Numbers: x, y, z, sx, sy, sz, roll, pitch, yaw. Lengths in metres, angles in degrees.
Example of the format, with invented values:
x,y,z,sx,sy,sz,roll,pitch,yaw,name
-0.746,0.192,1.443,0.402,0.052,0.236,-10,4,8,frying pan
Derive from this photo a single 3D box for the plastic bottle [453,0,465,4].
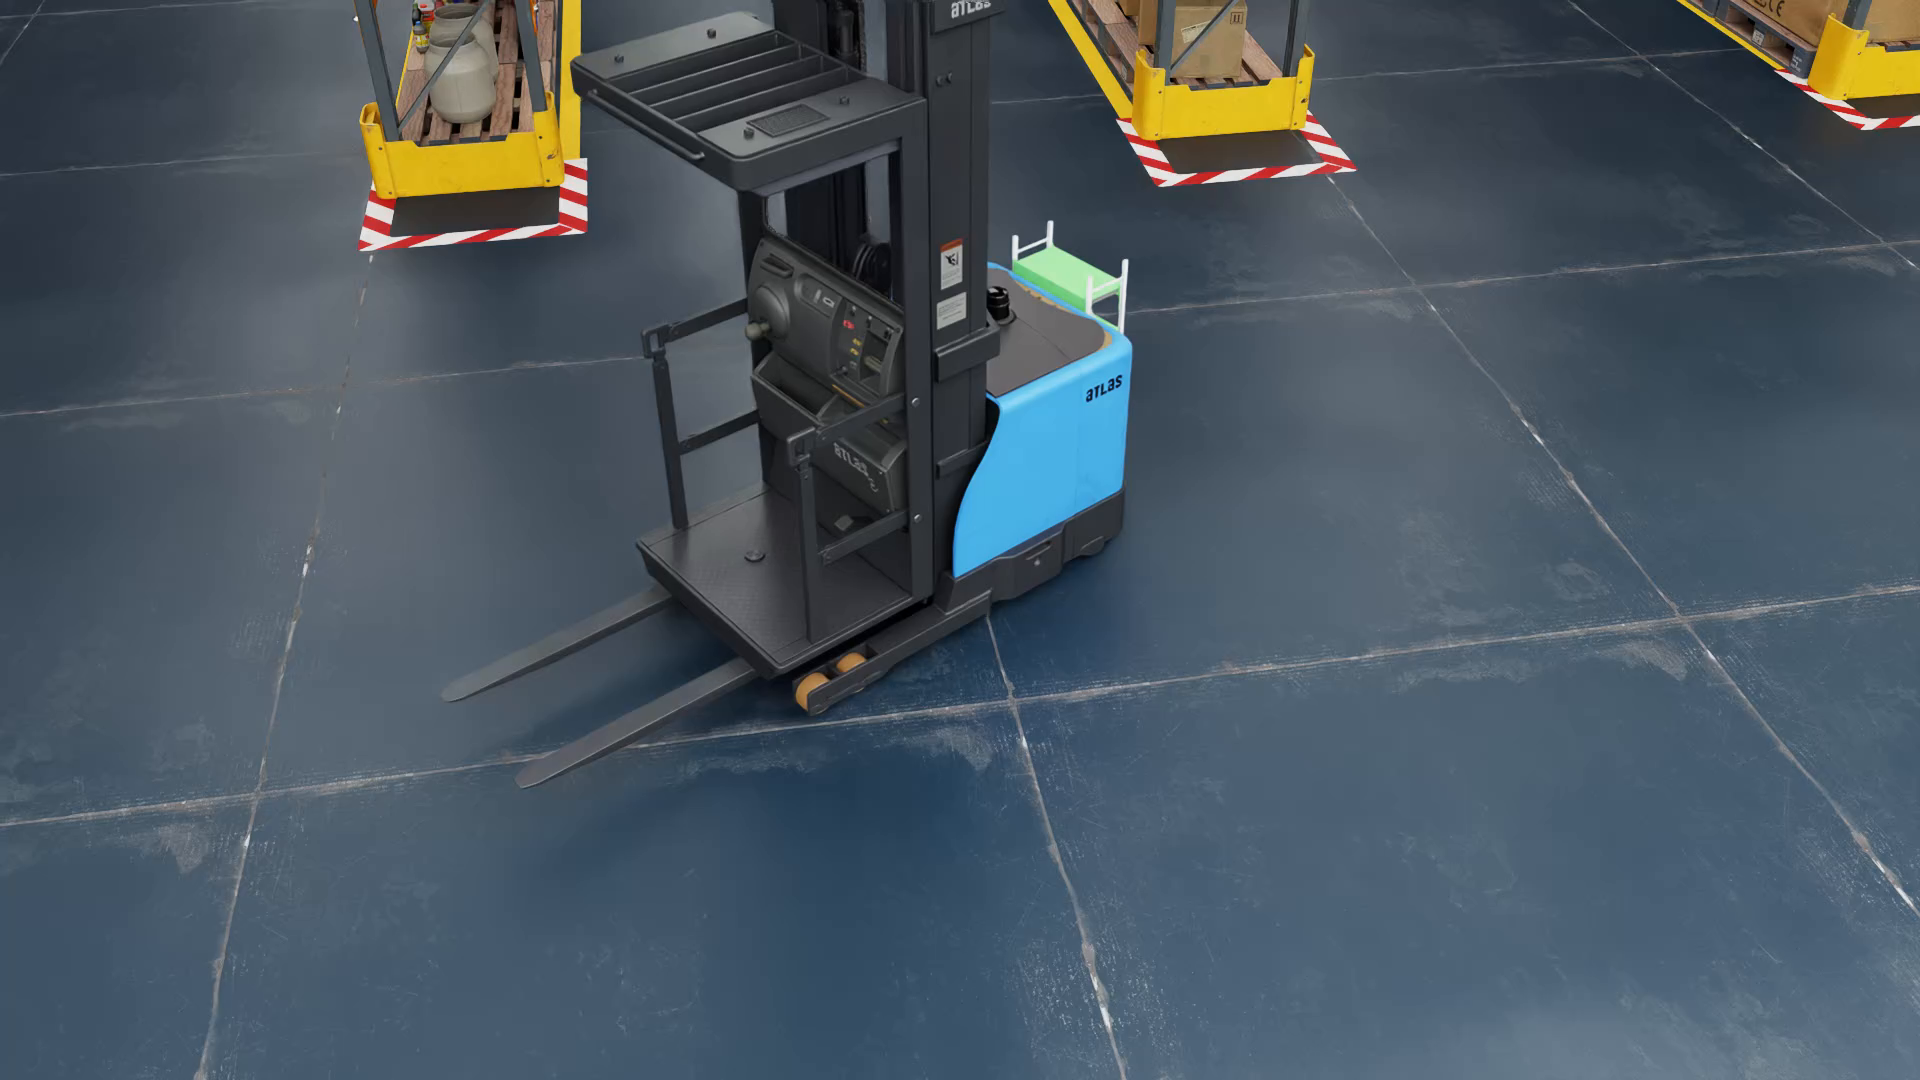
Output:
x,y,z,sx,sy,sz,roll,pitch,yaw,name
-3.808,-4.104,12.449,0.152,0.276,0.135,-6,38,-8,plastic bottle

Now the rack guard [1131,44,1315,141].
x,y,z,sx,sy,sz,roll,pitch,yaw,name
1.774,-3.053,11.272,1.175,0.500,0.348,-6,38,-8,rack guard

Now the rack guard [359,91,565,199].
x,y,z,sx,sy,sz,roll,pitch,yaw,name
-3.149,-2.515,10.580,1.175,0.500,0.348,-6,38,-8,rack guard

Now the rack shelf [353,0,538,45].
x,y,z,sx,sy,sz,roll,pitch,yaw,name
-3.440,-4.386,11.536,1.077,0.370,4.000,-6,38,-8,rack shelf

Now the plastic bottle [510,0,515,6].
x,y,z,sx,sy,sz,roll,pitch,yaw,name
-3.384,-4.199,12.566,0.061,0.283,0.133,-6,38,-8,plastic bottle

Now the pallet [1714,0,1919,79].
x,y,z,sx,sy,sz,roll,pitch,yaw,name
6.471,-3.840,12.521,1.003,0.211,1.213,-6,38,-8,pallet

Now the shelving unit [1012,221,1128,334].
x,y,z,sx,sy,sz,roll,pitch,yaw,name
0.494,-0.839,7.852,0.258,1.200,0.503,-28,46,-31,shelving unit

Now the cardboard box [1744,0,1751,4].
x,y,z,sx,sy,sz,roll,pitch,yaw,name
6.348,-4.727,12.779,0.875,0.875,0.875,-7,38,-9,cardboard box

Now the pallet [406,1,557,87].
x,y,z,sx,sy,sz,roll,pitch,yaw,name
-3.496,-3.628,12.248,1.003,0.211,1.213,-6,38,-8,pallet

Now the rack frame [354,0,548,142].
x,y,z,sx,sy,sz,roll,pitch,yaw,name
-3.089,-3.462,9.761,1.000,3.000,0.127,-6,38,-8,rack frame

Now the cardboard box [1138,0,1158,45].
x,y,z,sx,sy,sz,roll,pitch,yaw,name
1.556,-3.909,12.032,0.500,0.500,0.500,3,38,4,cardboard box

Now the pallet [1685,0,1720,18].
x,y,z,sx,sy,sz,roll,pitch,yaw,name
6.260,-4.575,13.467,1.003,0.211,1.213,-6,38,-8,pallet

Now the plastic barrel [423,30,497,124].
x,y,z,sx,sy,sz,roll,pitch,yaw,name
-3.280,-3.034,10.896,0.421,0.512,0.421,0,38,0,plastic barrel

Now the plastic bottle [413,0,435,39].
x,y,z,sx,sy,sz,roll,pitch,yaw,name
-3.860,-3.777,12.028,0.152,0.276,0.135,-6,38,-8,plastic bottle

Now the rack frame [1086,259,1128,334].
x,y,z,sx,sy,sz,roll,pitch,yaw,name
0.653,-0.726,7.706,0.240,1.200,0.015,-28,46,-31,rack frame

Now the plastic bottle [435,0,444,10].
x,y,z,sx,sy,sz,roll,pitch,yaw,name
-3.755,-3.792,12.041,0.061,0.283,0.133,-6,38,-8,plastic bottle

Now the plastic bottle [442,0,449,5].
x,y,z,sx,sy,sz,roll,pitch,yaw,name
-3.765,-3.856,12.191,0.097,0.201,0.097,0,38,0,plastic bottle

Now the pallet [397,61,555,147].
x,y,z,sx,sy,sz,roll,pitch,yaw,name
-3.286,-2.893,11.301,1.003,0.211,1.213,-6,38,-8,pallet

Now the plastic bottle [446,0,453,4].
x,y,z,sx,sy,sz,roll,pitch,yaw,name
-3.806,-3.970,12.338,0.097,0.201,0.097,0,38,0,plastic bottle

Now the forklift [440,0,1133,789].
x,y,z,sx,sy,sz,roll,pitch,yaw,name
-0.696,-0.810,6.403,3.031,2.935,1.130,-27,45,-31,forklift

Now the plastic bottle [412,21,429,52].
x,y,z,sx,sy,sz,roll,pitch,yaw,name
-3.843,-3.592,11.851,0.097,0.201,0.097,0,38,0,plastic bottle

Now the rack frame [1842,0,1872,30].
x,y,z,sx,sy,sz,roll,pitch,yaw,name
6.688,-4.467,11.055,1.000,3.000,0.127,-6,38,-8,rack frame

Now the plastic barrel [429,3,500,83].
x,y,z,sx,sy,sz,roll,pitch,yaw,name
-3.368,-3.337,11.286,0.421,0.512,0.421,0,38,0,plastic barrel

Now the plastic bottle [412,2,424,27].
x,y,z,sx,sy,sz,roll,pitch,yaw,name
-3.881,-3.693,11.915,0.061,0.283,0.133,-5,38,-7,plastic bottle

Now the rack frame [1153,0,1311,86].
x,y,z,sx,sy,sz,roll,pitch,yaw,name
1.787,-3.994,10.446,1.000,3.000,0.127,-6,38,-8,rack frame

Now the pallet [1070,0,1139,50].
x,y,z,sx,sy,sz,roll,pitch,yaw,name
1.456,-4.169,12.944,1.003,0.211,1.213,-6,38,-8,pallet

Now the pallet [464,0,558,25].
x,y,z,sx,sy,sz,roll,pitch,yaw,name
-3.714,-4.366,13.198,1.003,0.211,1.213,-6,38,-8,pallet

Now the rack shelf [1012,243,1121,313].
x,y,z,sx,sy,sz,roll,pitch,yaw,name
0.494,-1.168,7.597,0.258,0.148,0.480,-28,46,-31,rack shelf

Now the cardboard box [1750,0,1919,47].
x,y,z,sx,sy,sz,roll,pitch,yaw,name
6.504,-4.196,12.096,0.875,0.875,0.875,-6,38,-8,cardboard box

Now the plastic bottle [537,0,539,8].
x,y,z,sx,sy,sz,roll,pitch,yaw,name
-3.231,-4.110,12.518,0.097,0.201,0.097,0,38,0,plastic bottle

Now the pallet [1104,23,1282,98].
x,y,z,sx,sy,sz,roll,pitch,yaw,name
1.666,-3.434,11.998,1.003,0.211,1.213,-6,38,-8,pallet

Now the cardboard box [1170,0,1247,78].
x,y,z,sx,sy,sz,roll,pitch,yaw,name
1.694,-3.552,11.572,0.500,0.500,0.500,0,38,1,cardboard box

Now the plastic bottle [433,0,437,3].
x,y,z,sx,sy,sz,roll,pitch,yaw,name
-3.884,-3.861,12.136,0.152,0.276,0.135,-7,38,-9,plastic bottle

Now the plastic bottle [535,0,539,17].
x,y,z,sx,sy,sz,roll,pitch,yaw,name
-3.195,-3.986,12.358,0.097,0.201,0.097,0,38,0,plastic bottle

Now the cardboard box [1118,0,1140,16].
x,y,z,sx,sy,sz,roll,pitch,yaw,name
1.465,-4.290,12.522,0.500,0.500,0.500,-3,38,-4,cardboard box

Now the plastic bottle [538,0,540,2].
x,y,z,sx,sy,sz,roll,pitch,yaw,name
-3.279,-4.208,12.583,0.152,0.276,0.135,-6,38,-7,plastic bottle

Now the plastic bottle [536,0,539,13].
x,y,z,sx,sy,sz,roll,pitch,yaw,name
-3.213,-4.076,12.417,0.097,0.271,0.097,0,38,0,plastic bottle

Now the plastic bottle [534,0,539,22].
x,y,z,sx,sy,sz,roll,pitch,yaw,name
-3.178,-3.954,12.260,0.097,0.271,0.097,0,38,0,plastic bottle

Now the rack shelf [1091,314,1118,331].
x,y,z,sx,sy,sz,roll,pitch,yaw,name
0.494,-0.978,7.744,0.258,0.148,0.480,-28,46,-31,rack shelf

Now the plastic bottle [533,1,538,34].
x,y,z,sx,sy,sz,roll,pitch,yaw,name
-3.122,-3.830,12.090,0.061,0.283,0.133,-6,38,-7,plastic bottle

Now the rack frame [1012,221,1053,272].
x,y,z,sx,sy,sz,roll,pitch,yaw,name
0.335,-0.953,7.999,0.240,1.200,0.015,-28,46,-31,rack frame

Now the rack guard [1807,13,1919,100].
x,y,z,sx,sy,sz,roll,pitch,yaw,name
6.692,-3.465,11.803,1.175,0.500,0.348,-6,38,-8,rack guard

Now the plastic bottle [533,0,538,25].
x,y,z,sx,sy,sz,roll,pitch,yaw,name
-3.160,-3.894,12.182,0.097,0.271,0.097,0,38,0,plastic bottle
